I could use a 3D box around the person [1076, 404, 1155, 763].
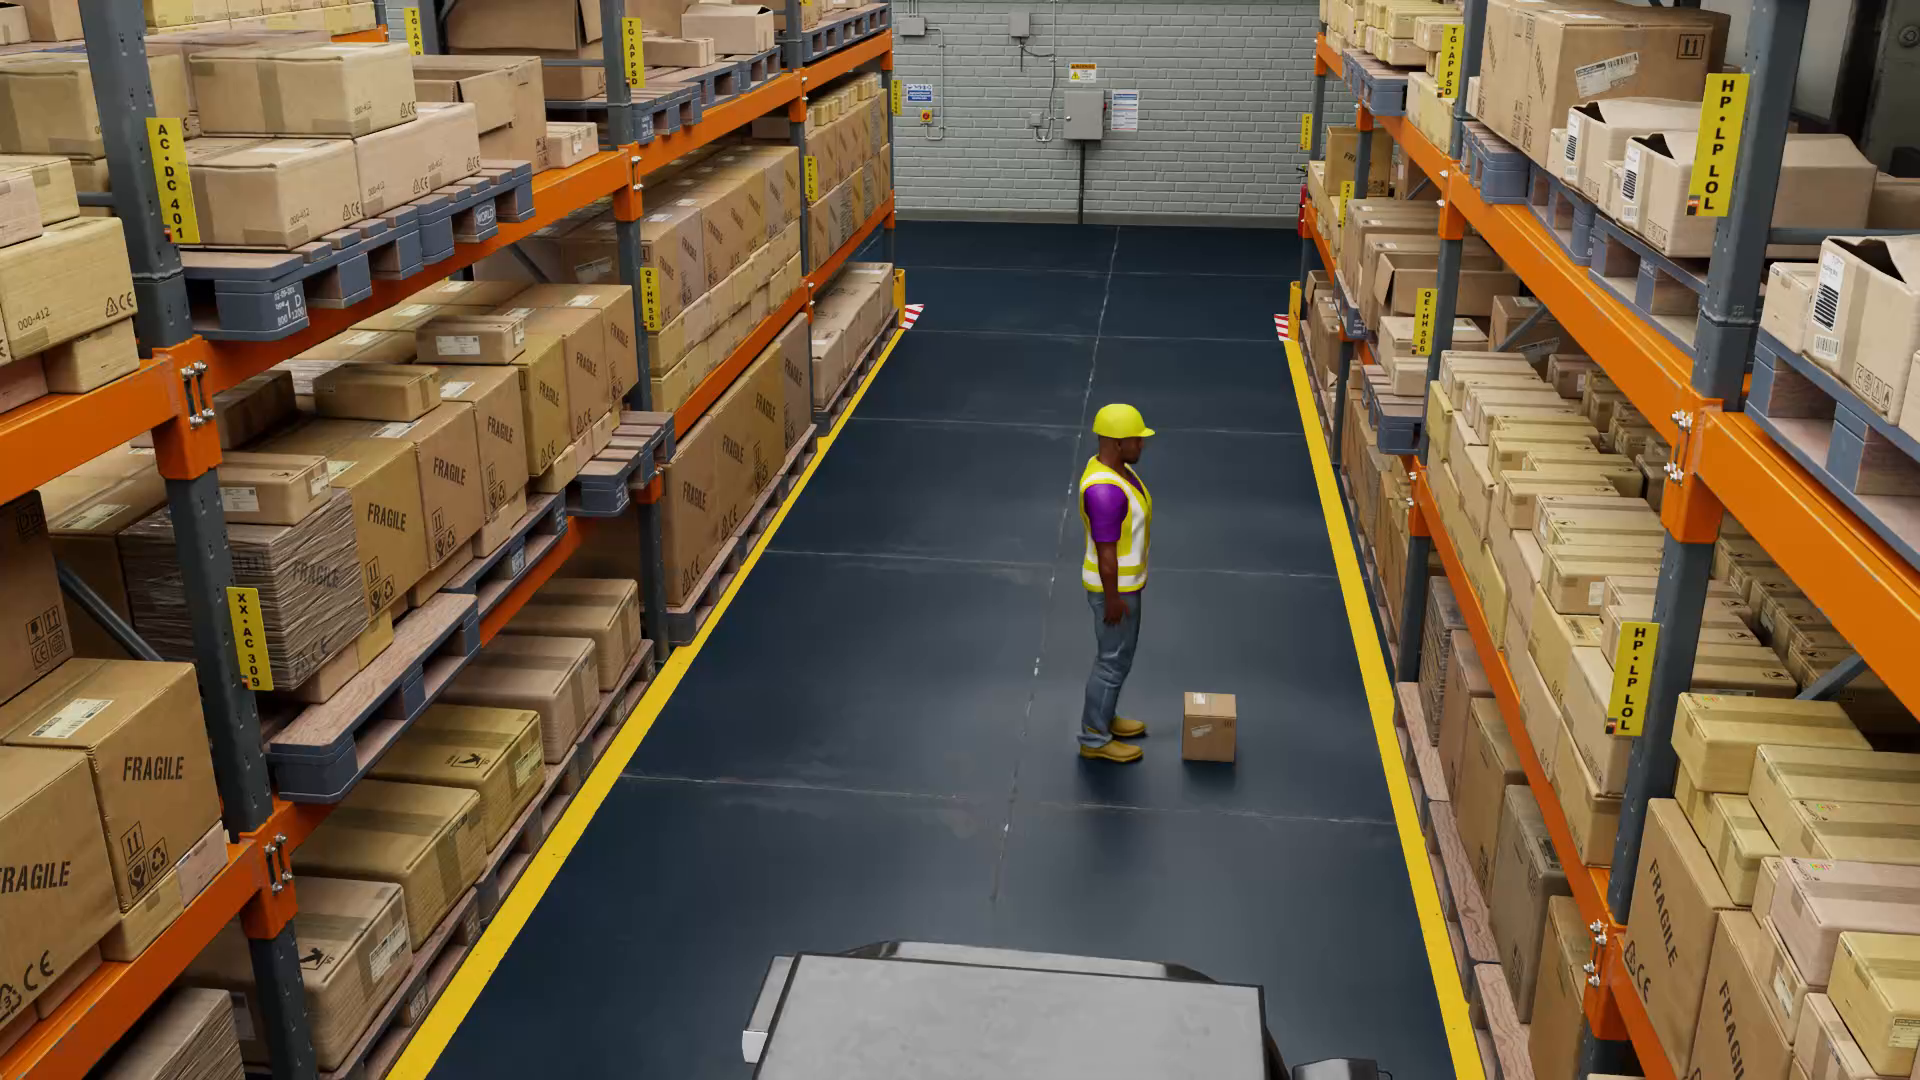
[{"bbox_3d":[0.749,0.194,8.048,0.360,1.762,0.564,3,21,8],"label":"person"}]
